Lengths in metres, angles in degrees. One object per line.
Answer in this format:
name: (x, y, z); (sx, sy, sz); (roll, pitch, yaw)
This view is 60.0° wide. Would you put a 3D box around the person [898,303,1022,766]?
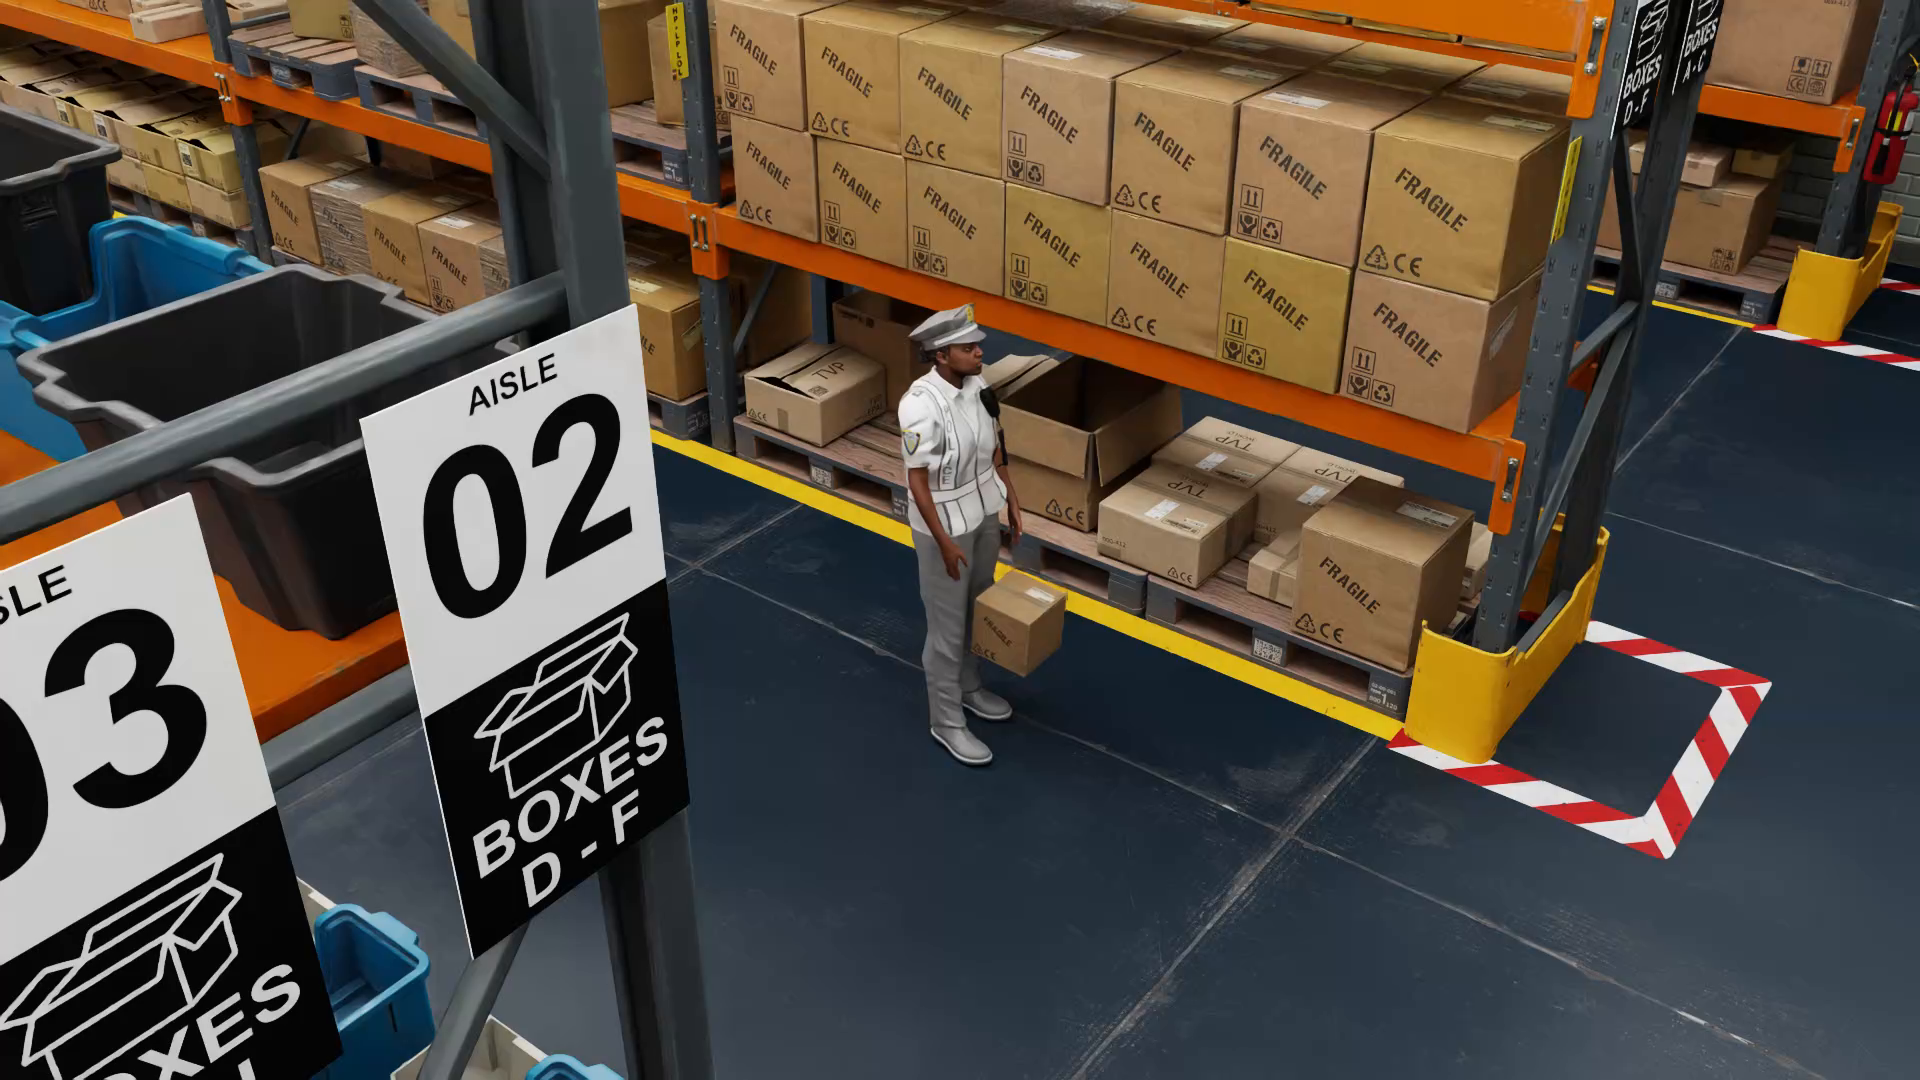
person: (0.034, -0.044, 6.155); (0.528, 1.698, 0.547); (21, 37, 31)
